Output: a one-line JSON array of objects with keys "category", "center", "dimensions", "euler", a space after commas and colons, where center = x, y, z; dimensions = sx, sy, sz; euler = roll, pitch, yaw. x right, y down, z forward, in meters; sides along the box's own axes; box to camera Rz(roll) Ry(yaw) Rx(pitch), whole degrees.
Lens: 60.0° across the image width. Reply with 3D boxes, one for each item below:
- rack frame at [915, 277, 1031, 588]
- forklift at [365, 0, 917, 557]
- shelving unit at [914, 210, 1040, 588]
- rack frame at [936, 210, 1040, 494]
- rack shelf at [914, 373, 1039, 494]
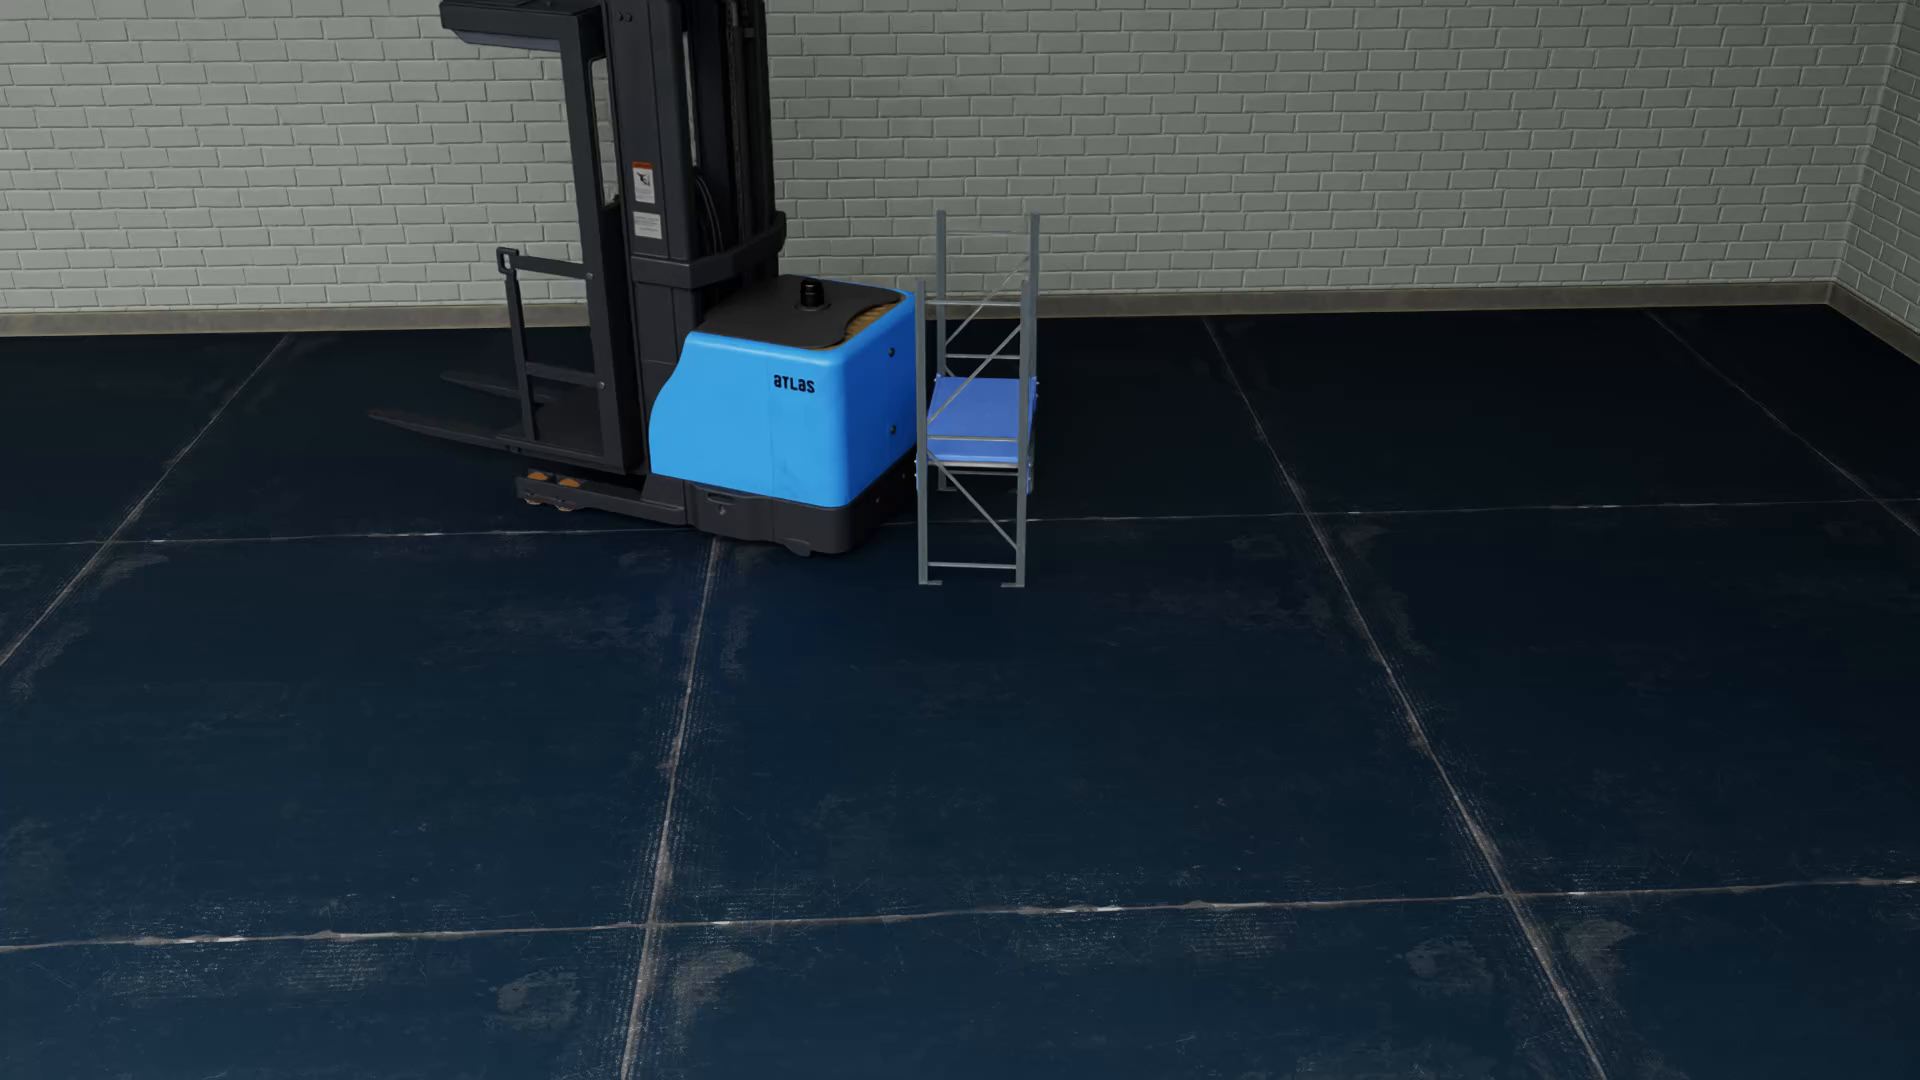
[{"category": "rack frame", "center": [0.056, -0.455, 7.500], "dimensions": [0.500, 1.500, 0.032], "euler": [2, 28, 4]}, {"category": "forklift", "center": [-1.735, -1.655, 8.253], "dimensions": [3.031, 2.935, 1.130], "euler": [11, 30, 21]}, {"category": "shelving unit", "center": [0.096, -0.689, 7.950], "dimensions": [0.538, 1.500, 1.048], "euler": [2, 28, 4]}, {"category": "rack frame", "center": [0.136, -0.924, 8.399], "dimensions": [0.500, 1.500, 0.032], "euler": [2, 28, 4]}, {"category": "rack shelf", "center": [0.096, -0.530, 8.033], "dimensions": [0.538, 0.185, 1.000], "euler": [2, 28, 4]}]
